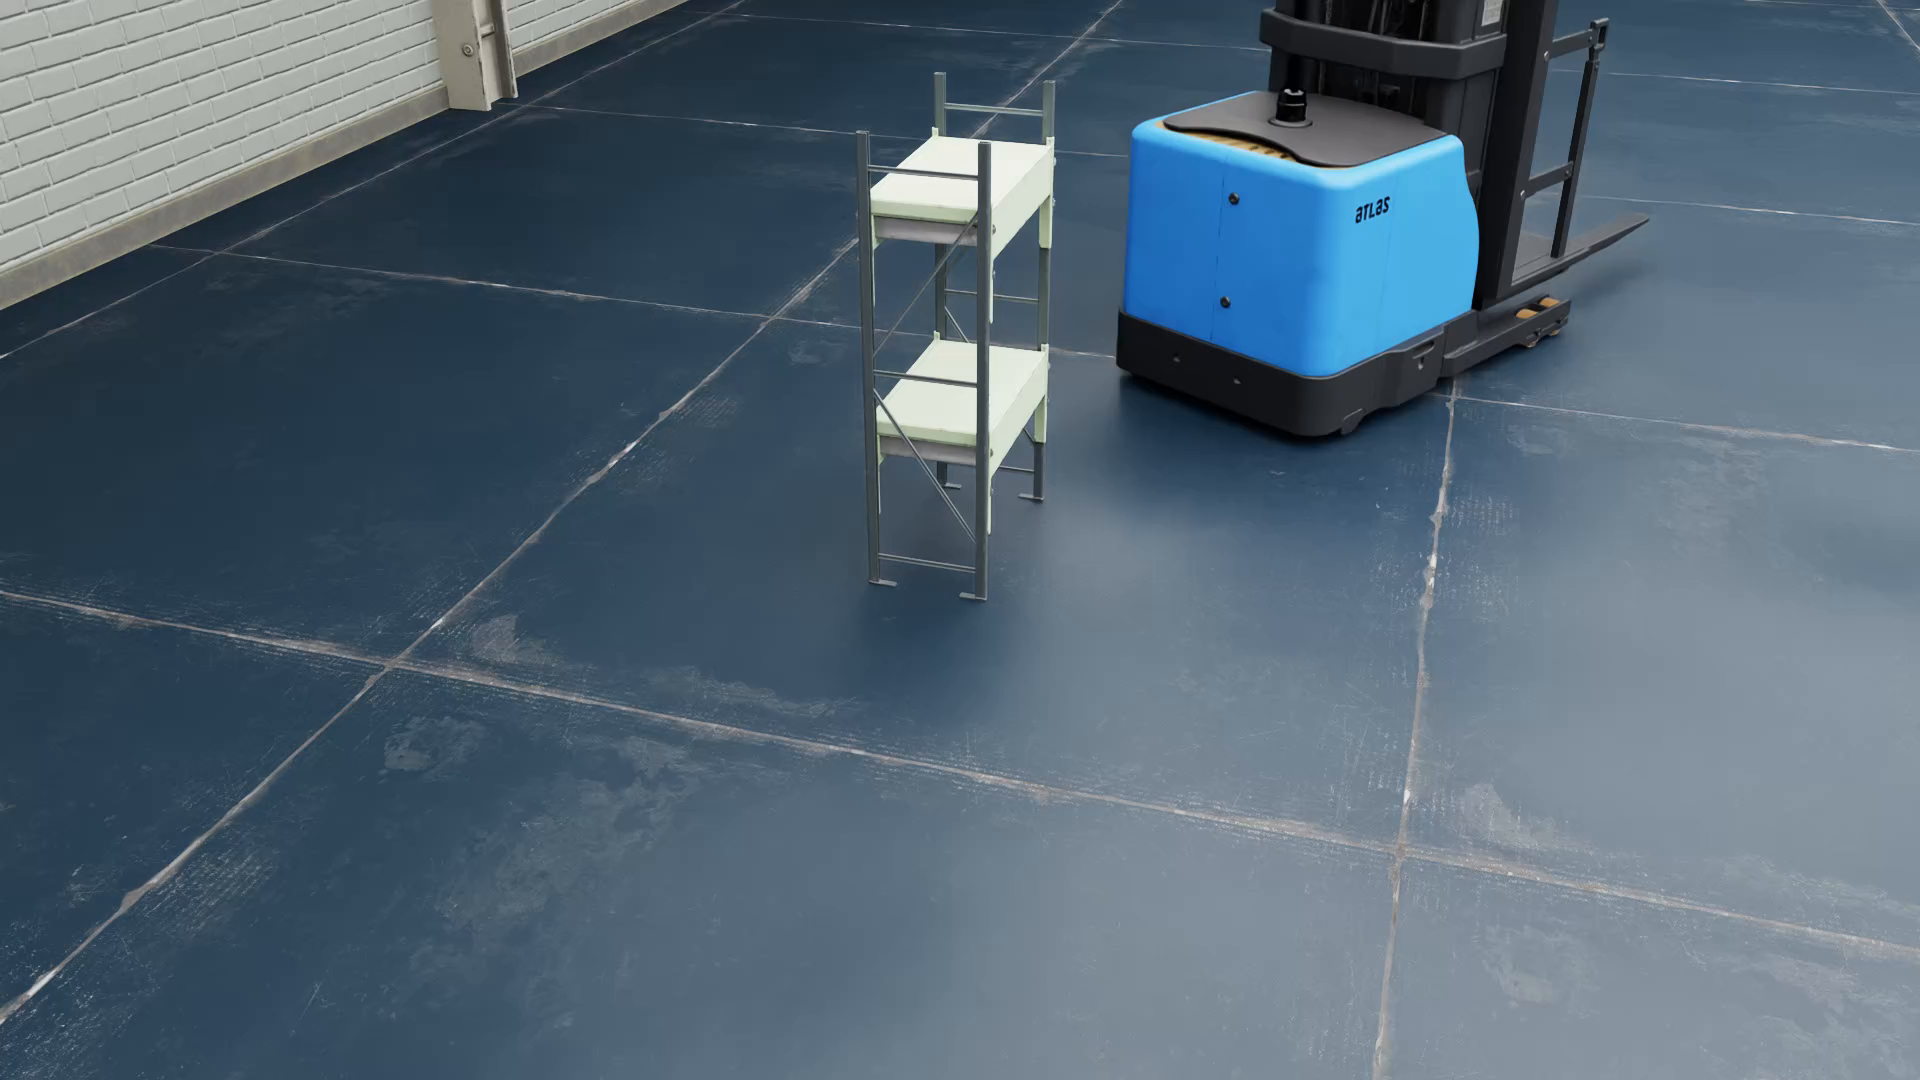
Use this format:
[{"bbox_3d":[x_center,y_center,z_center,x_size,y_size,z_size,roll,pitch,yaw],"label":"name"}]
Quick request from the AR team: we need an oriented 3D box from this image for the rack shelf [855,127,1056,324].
[{"bbox_3d":[0.002,-1.000,5.201,0.431,0.370,0.720,8,30,15],"label":"rack shelf"}]

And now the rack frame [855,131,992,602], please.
[{"bbox_3d":[-0.105,-0.488,5.085,0.400,1.500,0.023,8,30,15],"label":"rack frame"}]

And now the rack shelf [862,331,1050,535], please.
[{"bbox_3d":[0.002,-0.374,5.549,0.431,0.370,0.720,8,30,15],"label":"rack shelf"}]

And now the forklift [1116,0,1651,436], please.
[{"bbox_3d":[2.062,-2.282,6.837,3.031,2.935,1.130,-25,38,-37],"label":"forklift"}]

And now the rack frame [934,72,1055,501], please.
[{"bbox_3d":[0.109,-0.829,5.697,0.400,1.500,0.023,8,30,15],"label":"rack frame"}]

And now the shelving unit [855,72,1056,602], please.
[{"bbox_3d":[0.002,-0.659,5.391,0.431,1.500,0.755,8,30,15],"label":"shelving unit"}]

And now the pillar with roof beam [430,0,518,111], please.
[{"bbox_3d":[0.977,-6.198,7.635,9.100,9.000,0.400,8,30,15],"label":"pillar with roof beam"}]
